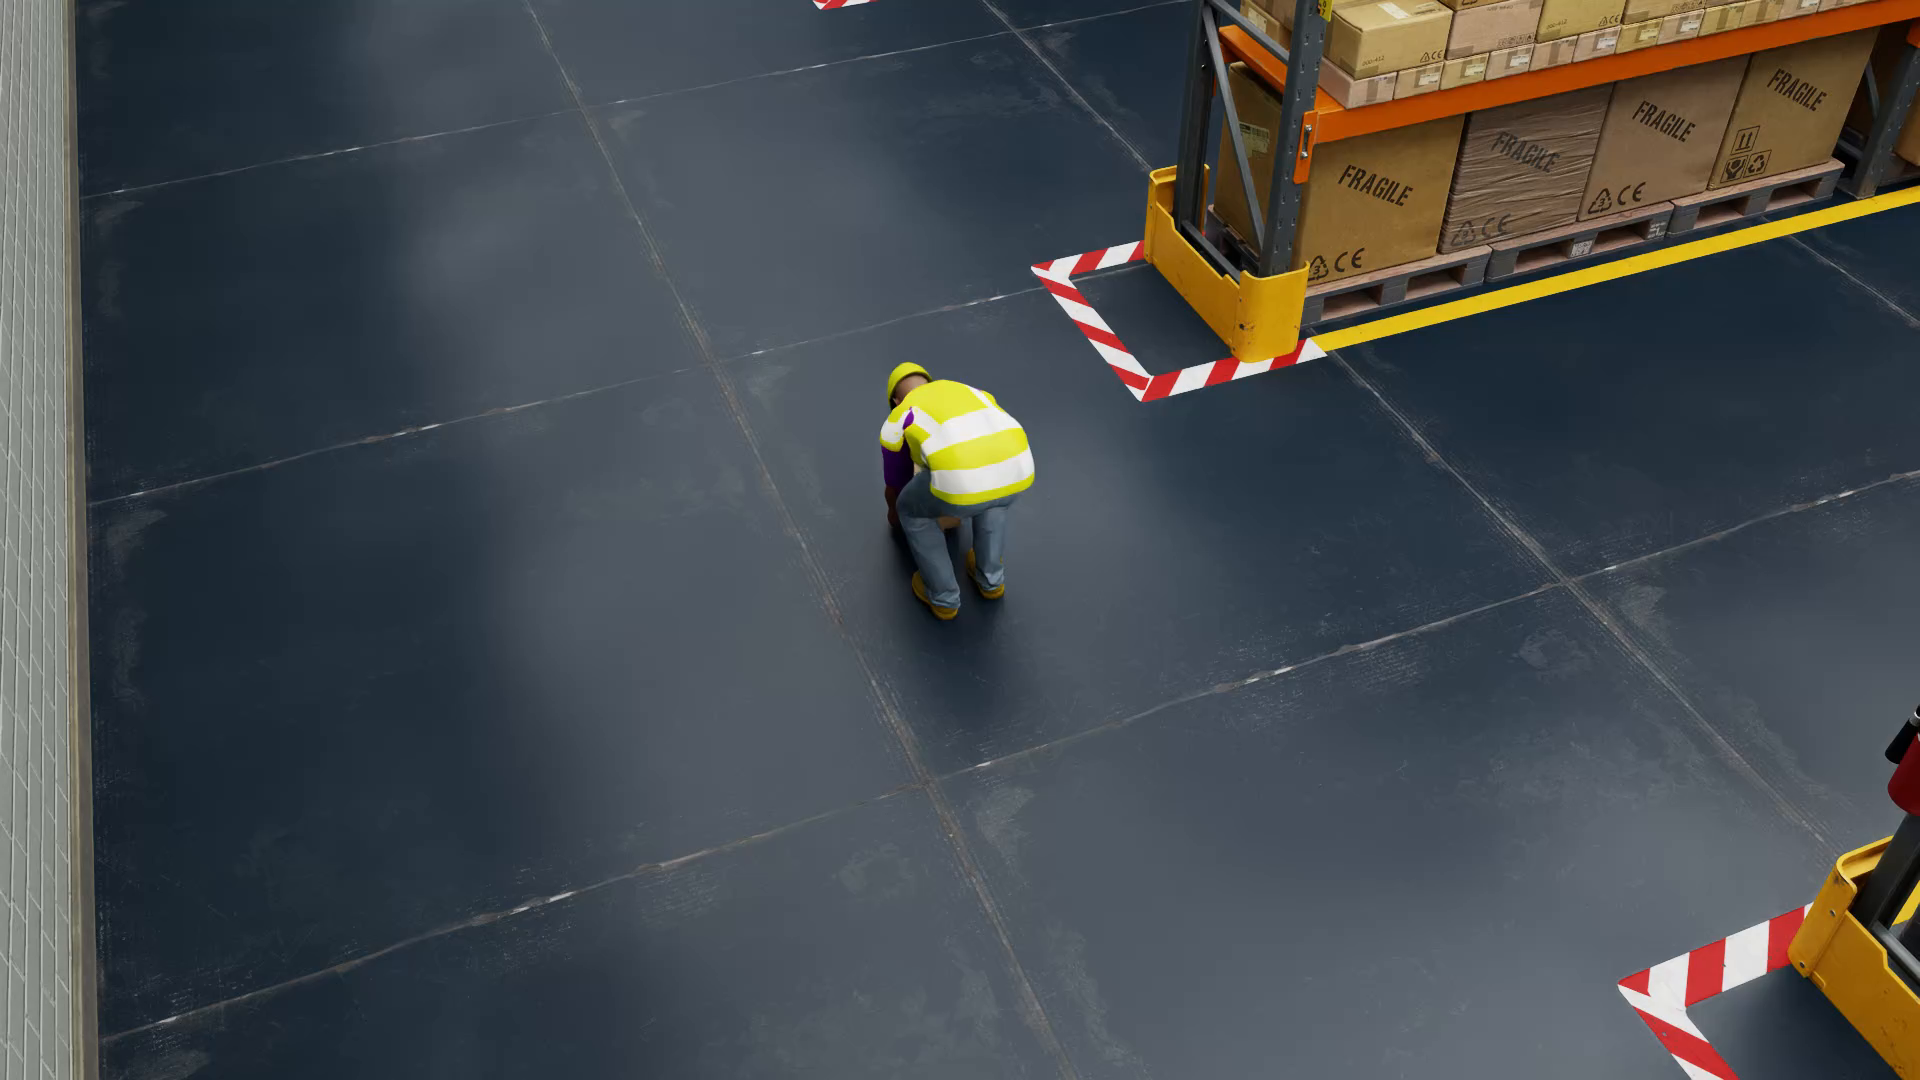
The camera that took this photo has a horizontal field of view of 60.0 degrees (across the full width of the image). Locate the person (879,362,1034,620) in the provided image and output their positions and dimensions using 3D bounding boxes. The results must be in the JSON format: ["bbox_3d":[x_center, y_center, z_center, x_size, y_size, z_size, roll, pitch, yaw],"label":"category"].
[{"bbox_3d":[-0.061,-0.250,7.014,0.493,0.980,0.974,-17,44,-19],"label":"person"}]
